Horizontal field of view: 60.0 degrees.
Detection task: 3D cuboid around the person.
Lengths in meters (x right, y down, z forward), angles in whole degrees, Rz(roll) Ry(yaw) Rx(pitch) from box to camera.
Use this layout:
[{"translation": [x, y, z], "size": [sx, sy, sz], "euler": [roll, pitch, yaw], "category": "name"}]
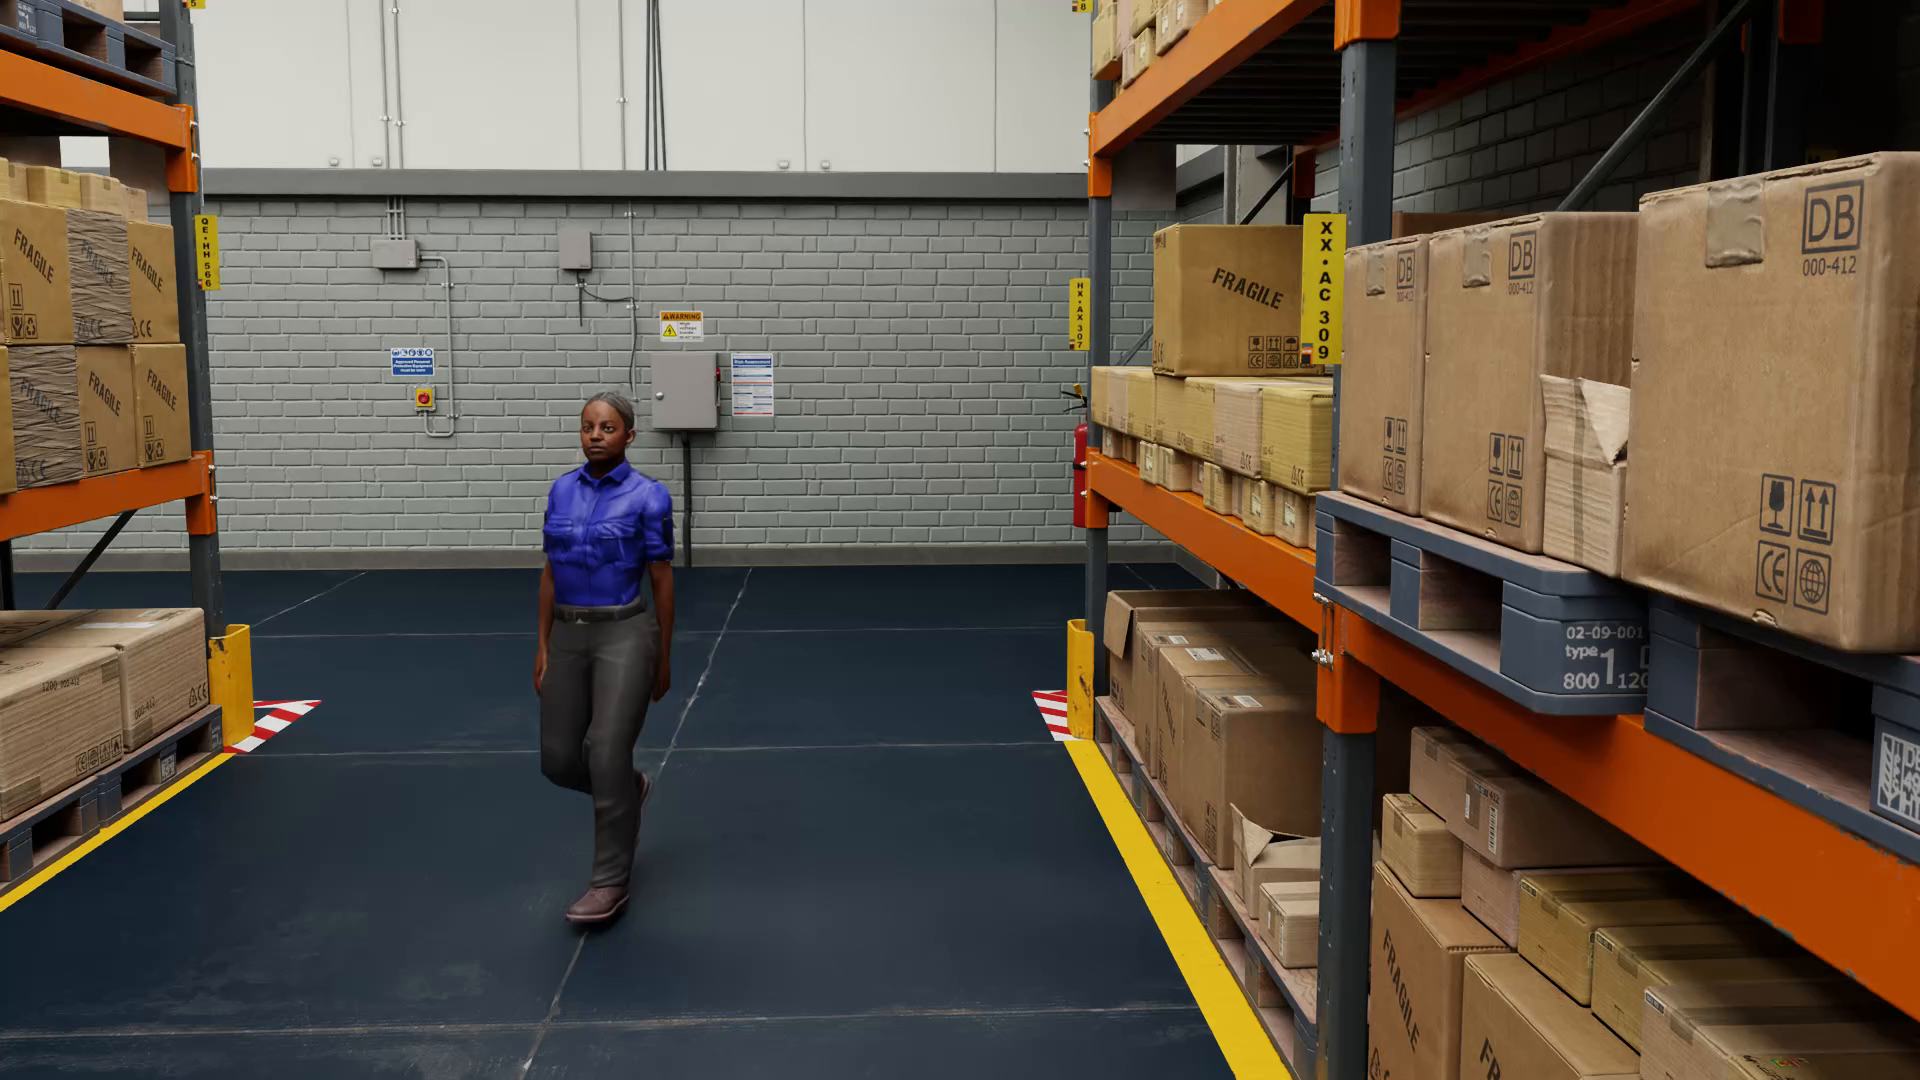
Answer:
[{"translation": [-1.129, 0.338, 5.358], "size": [0.446, 1.629, 0.729], "euler": [2, 7, 17], "category": "person"}]
